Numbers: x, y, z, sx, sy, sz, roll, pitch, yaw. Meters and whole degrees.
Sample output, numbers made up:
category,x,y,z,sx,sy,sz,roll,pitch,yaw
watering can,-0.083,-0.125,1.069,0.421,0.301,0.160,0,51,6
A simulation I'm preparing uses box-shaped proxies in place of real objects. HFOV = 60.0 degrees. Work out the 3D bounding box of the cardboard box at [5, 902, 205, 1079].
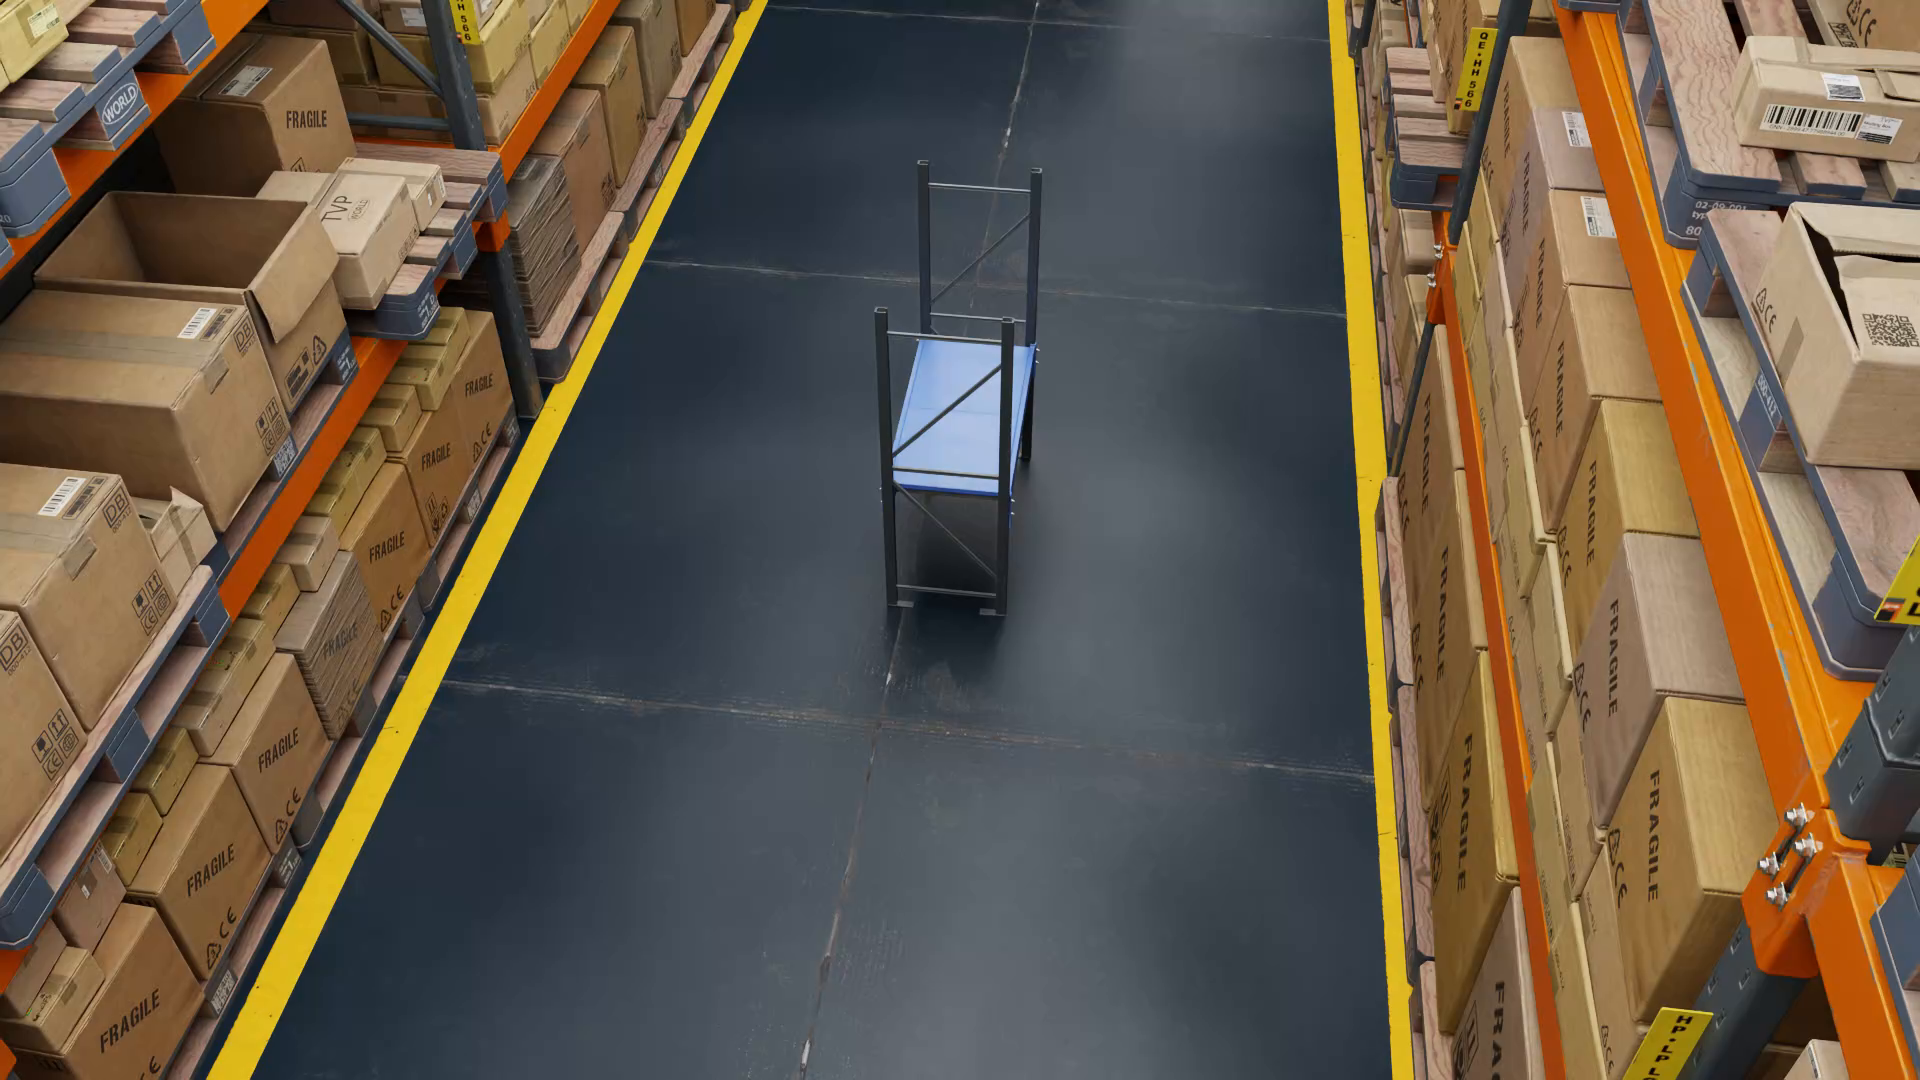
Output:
category,x,y,z,sx,sy,sz,roll,pitch,yaw
cardboard box,-2.728,1.433,5.068,0.500,0.500,0.500,7,44,7

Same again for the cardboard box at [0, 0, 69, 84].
category,x,y,z,sx,sy,sz,roll,pitch,yaw
cardboard box,-2.406,-1.236,3.997,0.380,0.149,0.250,6,44,7

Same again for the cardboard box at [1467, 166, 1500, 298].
category,x,y,z,sx,sy,sz,roll,pitch,yaw
cardboard box,2.123,-1.095,5.970,0.500,0.250,0.500,5,44,5

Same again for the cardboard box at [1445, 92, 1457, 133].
category,x,y,z,sx,sy,sz,roll,pitch,yaw
cardboard box,2.208,-1.786,6.832,0.380,0.149,0.250,6,44,6

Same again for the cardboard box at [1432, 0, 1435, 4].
category,x,y,z,sx,sy,sz,roll,pitch,yaw
cardboard box,2.342,-2.620,7.241,0.500,0.500,0.500,3,43,3

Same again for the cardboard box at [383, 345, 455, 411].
category,x,y,z,sx,sy,sz,roll,pitch,yaw
cardboard box,-2.306,-0.671,6.818,0.380,0.149,0.250,3,44,3

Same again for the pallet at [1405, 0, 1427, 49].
category,x,y,z,sx,sy,sz,roll,pitch,yaw
pallet,2.655,-2.574,7.926,1.003,0.211,1.213,5,44,6

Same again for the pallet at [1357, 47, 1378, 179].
category,x,y,z,sx,sy,sz,roll,pitch,yaw
pallet,2.862,-2.474,9.709,1.003,0.211,1.213,5,44,6

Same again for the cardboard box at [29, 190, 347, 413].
category,x,y,z,sx,sy,sz,roll,pitch,yaw
cardboard box,-2.519,-0.800,5.533,0.797,0.503,0.637,4,44,5

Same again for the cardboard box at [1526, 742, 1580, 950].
category,x,y,z,sx,sy,sz,roll,pitch,yaw
cardboard box,1.783,0.814,4.318,0.500,0.250,0.500,5,44,5

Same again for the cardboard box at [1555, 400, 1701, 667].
category,x,y,z,sx,sy,sz,roll,pitch,yaw
cardboard box,1.863,0.012,4.256,0.500,0.500,0.500,6,44,7

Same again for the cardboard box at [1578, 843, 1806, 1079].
category,x,y,z,sx,sy,sz,roll,pitch,yaw
cardboard box,1.723,0.986,3.773,0.500,0.250,0.500,5,44,5

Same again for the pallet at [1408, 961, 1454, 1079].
category,x,y,z,sx,sy,sz,roll,pitch,yaw
pallet,1.933,1.915,5.074,1.003,0.211,1.213,5,44,6

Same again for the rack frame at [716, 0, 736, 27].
category,x,y,z,sx,sy,sz,roll,pitch,yaw
rack frame,-1.957,-4.465,9.784,1.000,3.000,0.127,5,44,6

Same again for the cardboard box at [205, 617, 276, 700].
category,x,y,z,sx,sy,sz,roll,pitch,yaw
cardboard box,-2.593,0.390,5.697,0.380,0.149,0.250,7,44,7

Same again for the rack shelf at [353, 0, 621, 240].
category,x,y,z,sx,sy,sz,roll,pitch,yaw
rack shelf,-2.222,-2.841,8.592,1.077,0.370,4.000,5,44,6

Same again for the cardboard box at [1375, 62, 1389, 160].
category,x,y,z,sx,sy,sz,roll,pitch,yaw
cardboard box,2.805,-2.367,9.174,0.950,0.372,0.625,8,44,8

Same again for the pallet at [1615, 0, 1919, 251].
category,x,y,z,sx,sy,sz,roll,pitch,yaw
pallet,2.257,-1.105,4.191,1.003,0.211,1.213,7,44,7

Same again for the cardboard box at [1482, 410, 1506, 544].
category,x,y,z,sx,sy,sz,roll,pitch,yaw
cardboard box,1.995,-0.217,5.407,0.500,0.250,0.500,7,44,7

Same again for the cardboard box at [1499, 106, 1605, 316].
category,x,y,z,sx,sy,sz,roll,pitch,yaw
cardboard box,2.071,-1.037,5.364,0.500,0.500,0.500,5,44,6

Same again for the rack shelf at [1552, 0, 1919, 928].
category,x,y,z,sx,sy,sz,roll,pitch,yaw
rack shelf,2.170,-0.756,4.208,1.077,0.370,4.000,5,44,6

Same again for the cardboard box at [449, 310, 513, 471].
category,x,y,z,sx,sy,sz,roll,pitch,yaw
cardboard box,-2.329,-0.676,7.295,0.500,0.500,0.500,6,44,7

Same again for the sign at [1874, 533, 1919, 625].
category,x,y,z,sx,sy,sz,roll,pitch,yaw
sign,1.366,0.001,2.280,0.100,0.325,0.005,5,44,6

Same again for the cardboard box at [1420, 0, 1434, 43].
category,x,y,z,sx,sy,sz,roll,pitch,yaw
cardboard box,2.261,-2.322,7.397,0.380,0.149,0.250,6,44,6

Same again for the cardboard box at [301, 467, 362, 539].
category,x,y,z,sx,sy,sz,roll,pitch,yaw
cardboard box,-2.497,-0.150,6.268,0.380,0.149,0.250,5,44,5

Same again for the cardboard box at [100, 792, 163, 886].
category,x,y,z,sx,sy,sz,roll,pitch,yaw
cardboard box,-2.721,0.914,5.144,0.380,0.149,0.250,3,44,3

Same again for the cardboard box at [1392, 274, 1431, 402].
category,x,y,z,sx,sy,sz,roll,pitch,yaw
cardboard box,2.519,-0.873,7.596,0.950,0.372,0.625,3,43,3

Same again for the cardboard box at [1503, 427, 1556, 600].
category,x,y,z,sx,sy,sz,roll,pitch,yaw
cardboard box,1.895,-0.060,4.877,0.500,0.250,0.500,6,44,6

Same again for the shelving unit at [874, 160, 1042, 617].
category,x,y,z,sx,sy,sz,roll,pitch,yaw
shelving unit,0.011,-0.603,6.796,0.538,1.500,1.048,5,44,6

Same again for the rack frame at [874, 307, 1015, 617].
category,x,y,z,sx,sy,sz,roll,pitch,yaw
rack frame,-0.056,-0.256,6.430,0.500,1.500,0.032,5,44,6

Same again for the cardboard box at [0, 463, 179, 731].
category,x,y,z,sx,sy,sz,roll,pitch,yaw
cardboard box,-2.661,0.136,4.547,0.700,0.500,0.500,6,44,6

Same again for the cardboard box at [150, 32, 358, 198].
category,x,y,z,sx,sy,sz,roll,pitch,yaw
cardboard box,-2.709,-1.592,6.371,0.500,0.500,0.500,7,44,7

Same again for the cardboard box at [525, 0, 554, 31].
category,x,y,z,sx,sy,sz,roll,pitch,yaw
cardboard box,-2.118,-2.488,7.441,0.500,0.250,0.500,7,44,7

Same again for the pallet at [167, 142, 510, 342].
category,x,y,z,sx,sy,sz,roll,pitch,yaw
pallet,-2.506,-1.201,6.477,1.213,0.211,1.003,5,44,6

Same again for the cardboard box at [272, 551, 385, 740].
category,x,y,z,sx,sy,sz,roll,pitch,yaw
cardboard box,-2.522,0.376,6.184,0.500,0.500,0.500,4,44,4

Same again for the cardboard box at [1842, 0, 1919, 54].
category,x,y,z,sx,sy,sz,roll,pitch,yaw
cardboard box,2.489,-1.341,3.925,0.500,0.500,0.500,6,44,6

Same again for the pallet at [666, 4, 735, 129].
category,x,y,z,sx,sy,sz,roll,pitch,yaw
pallet,-2.016,-2.947,10.209,1.003,0.211,1.213,5,44,6

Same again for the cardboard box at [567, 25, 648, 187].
category,x,y,z,sx,sy,sz,roll,pitch,yaw
cardboard box,-2.223,-2.358,8.981,0.875,0.625,0.625,4,44,4

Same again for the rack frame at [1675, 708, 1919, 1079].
category,x,y,z,sx,sy,sz,roll,pitch,yaw
rack frame,1.906,1.435,3.552,1.000,3.000,0.127,5,44,6

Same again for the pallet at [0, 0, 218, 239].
category,x,y,z,sx,sy,sz,roll,pitch,yaw
pallet,-2.725,-1.179,4.269,1.213,0.211,1.003,5,44,6

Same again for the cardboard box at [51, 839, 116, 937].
category,x,y,z,sx,sy,sz,roll,pitch,yaw
cardboard box,-2.717,0.997,4.840,0.380,0.149,0.250,3,44,3

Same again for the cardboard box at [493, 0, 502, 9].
category,x,y,z,sx,sy,sz,roll,pitch,yaw
cardboard box,-2.118,-2.384,7.041,0.380,0.149,0.250,6,44,6

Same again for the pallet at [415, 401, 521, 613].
category,x,y,z,sx,sy,sz,roll,pitch,yaw
pallet,-2.622,-0.221,7.330,1.003,0.211,1.213,5,44,6

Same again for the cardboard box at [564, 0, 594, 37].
category,x,y,z,sx,sy,sz,roll,pitch,yaw
cardboard box,-2.053,-2.659,7.986,0.500,0.250,0.500,4,44,4

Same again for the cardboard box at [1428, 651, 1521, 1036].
category,x,y,z,sx,sy,sz,roll,pitch,yaw
cardboard box,2.020,1.008,5.243,0.875,0.875,0.875,6,44,7
